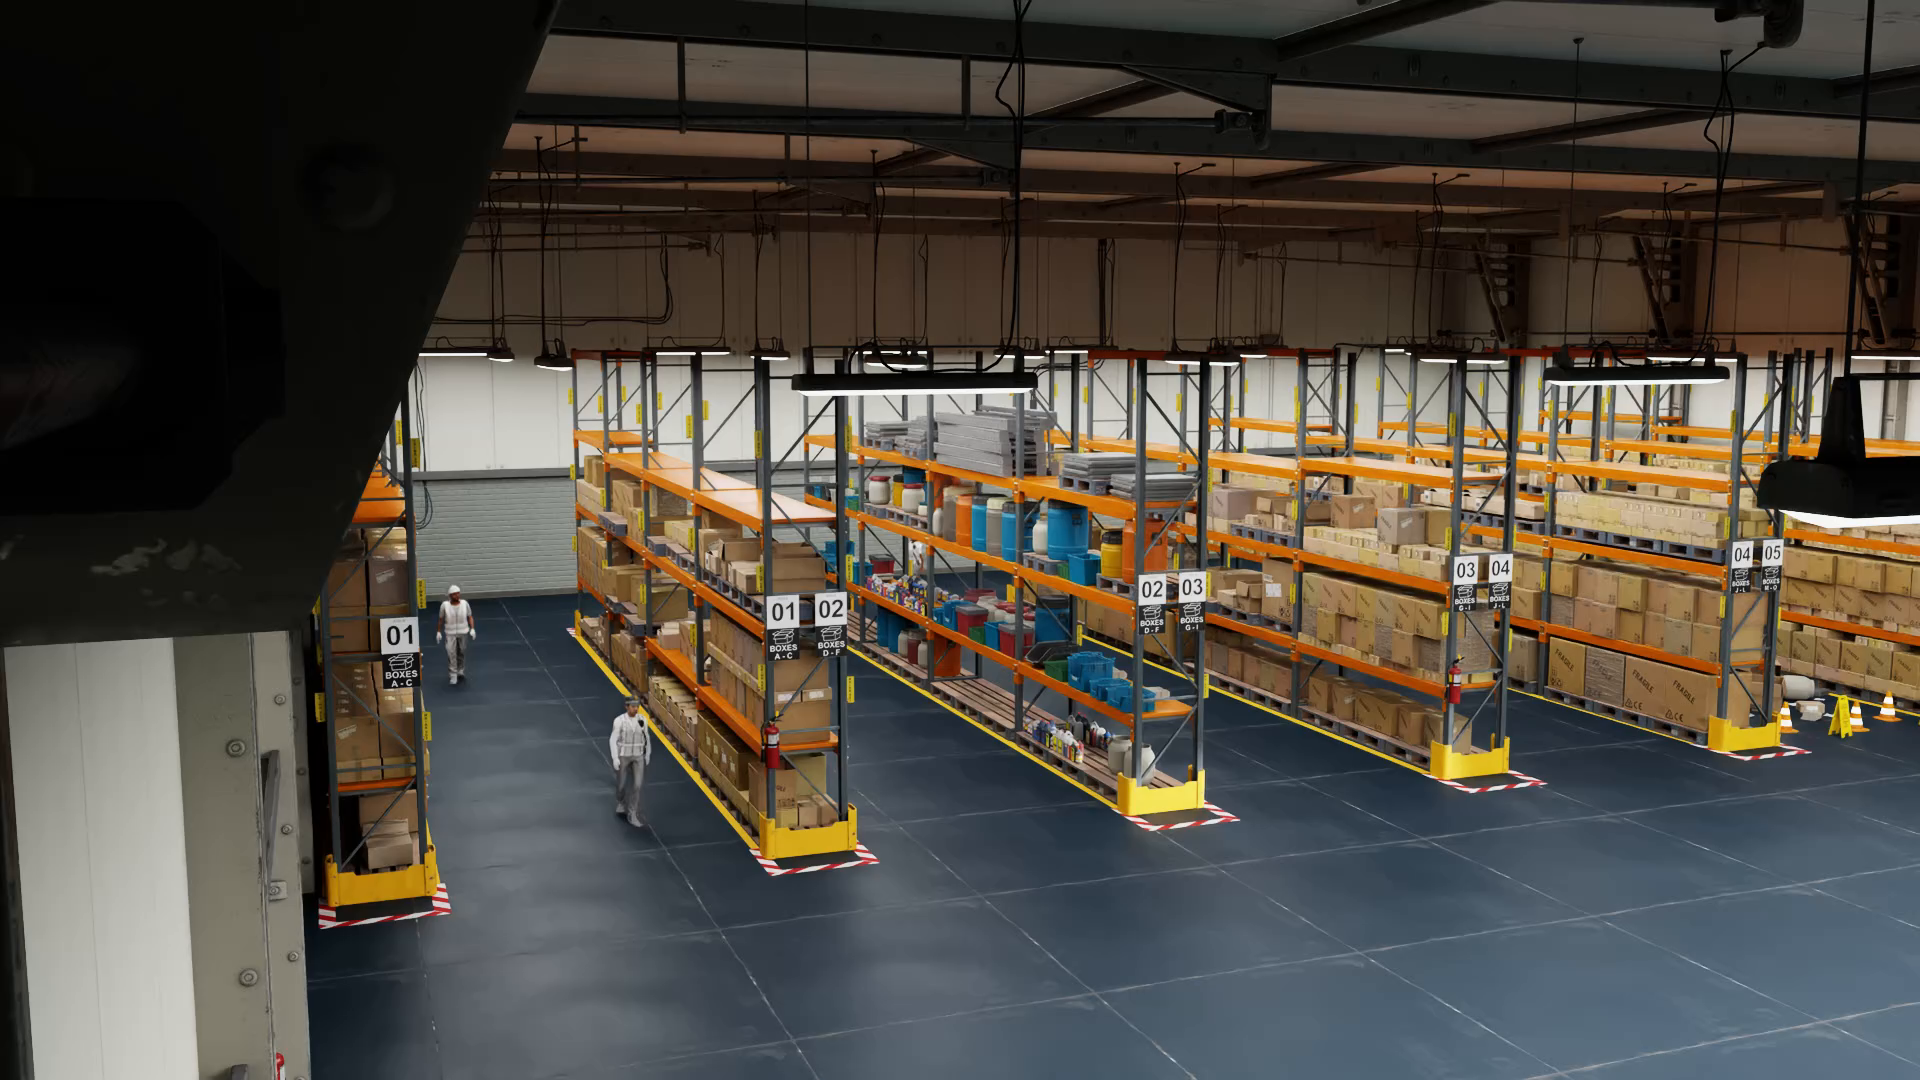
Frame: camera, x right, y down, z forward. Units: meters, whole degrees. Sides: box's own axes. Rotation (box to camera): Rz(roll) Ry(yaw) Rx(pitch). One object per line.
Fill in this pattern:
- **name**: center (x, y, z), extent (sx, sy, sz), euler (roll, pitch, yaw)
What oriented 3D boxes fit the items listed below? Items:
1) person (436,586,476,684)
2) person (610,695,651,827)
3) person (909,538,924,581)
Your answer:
- **person**: center (-9.168, 1.689, 30.237), extent (0.682, 1.720, 1.039), euler (-3, 8, -20)
- **person**: center (-4.284, 2.841, 21.688), extent (0.569, 1.685, 0.739), euler (-4, 8, -26)
- **person**: center (-1.068, 0.574, 39.668), extent (0.953, 1.642, 0.456), euler (-6, 9, -39)
